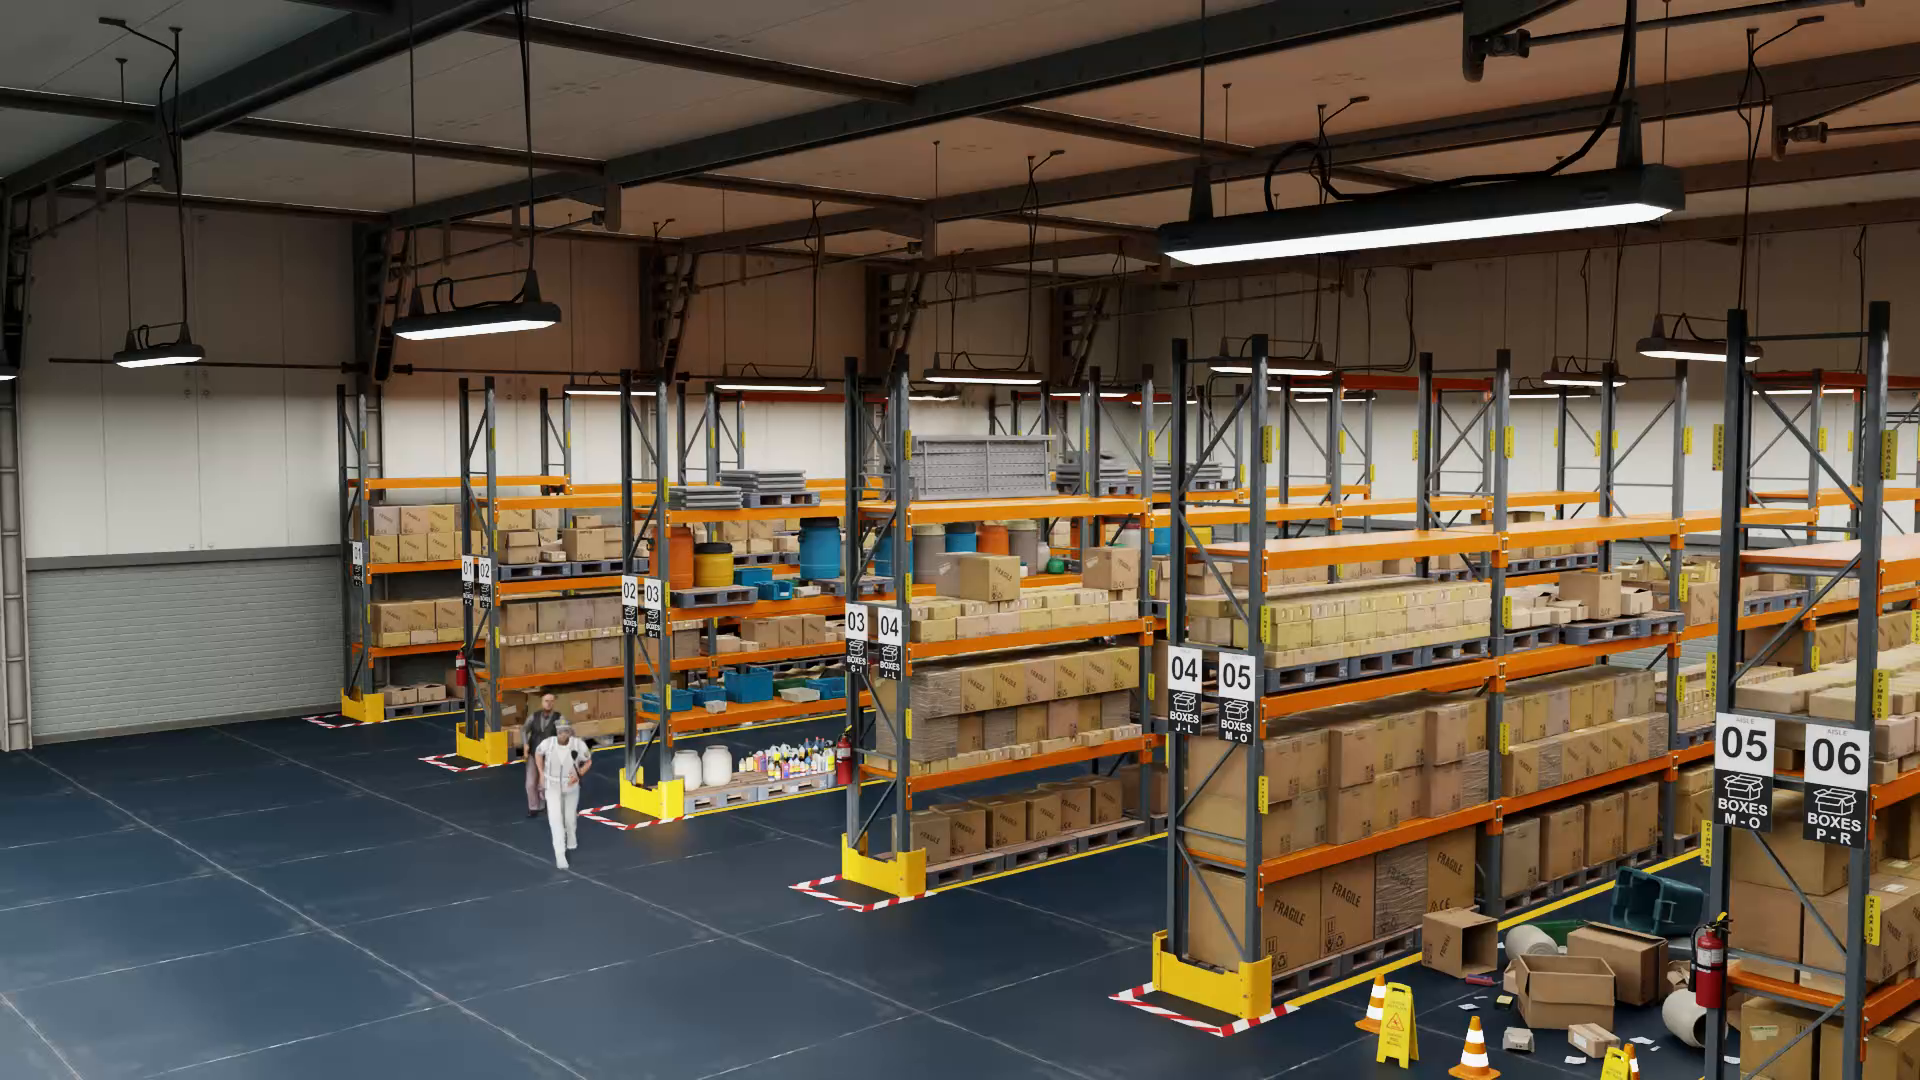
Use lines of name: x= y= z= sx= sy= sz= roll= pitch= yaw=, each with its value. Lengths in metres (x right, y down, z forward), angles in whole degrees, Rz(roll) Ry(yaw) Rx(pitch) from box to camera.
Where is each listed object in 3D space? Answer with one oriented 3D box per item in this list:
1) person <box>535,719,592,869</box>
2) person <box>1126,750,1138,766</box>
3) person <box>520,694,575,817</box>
person: x=-4.774 y=2.987 z=20.050 sx=0.676 sy=1.775 sz=1.007 roll=-1 pitch=4 yaw=-9
person: x=2.586 y=2.689 z=24.274 sx=0.815 sy=1.775 sz=0.681 roll=-3 pitch=5 yaw=-40
person: x=-5.522 y=2.880 z=22.126 sx=0.709 sy=1.659 sz=0.531 roll=0 pitch=4 yaw=2
